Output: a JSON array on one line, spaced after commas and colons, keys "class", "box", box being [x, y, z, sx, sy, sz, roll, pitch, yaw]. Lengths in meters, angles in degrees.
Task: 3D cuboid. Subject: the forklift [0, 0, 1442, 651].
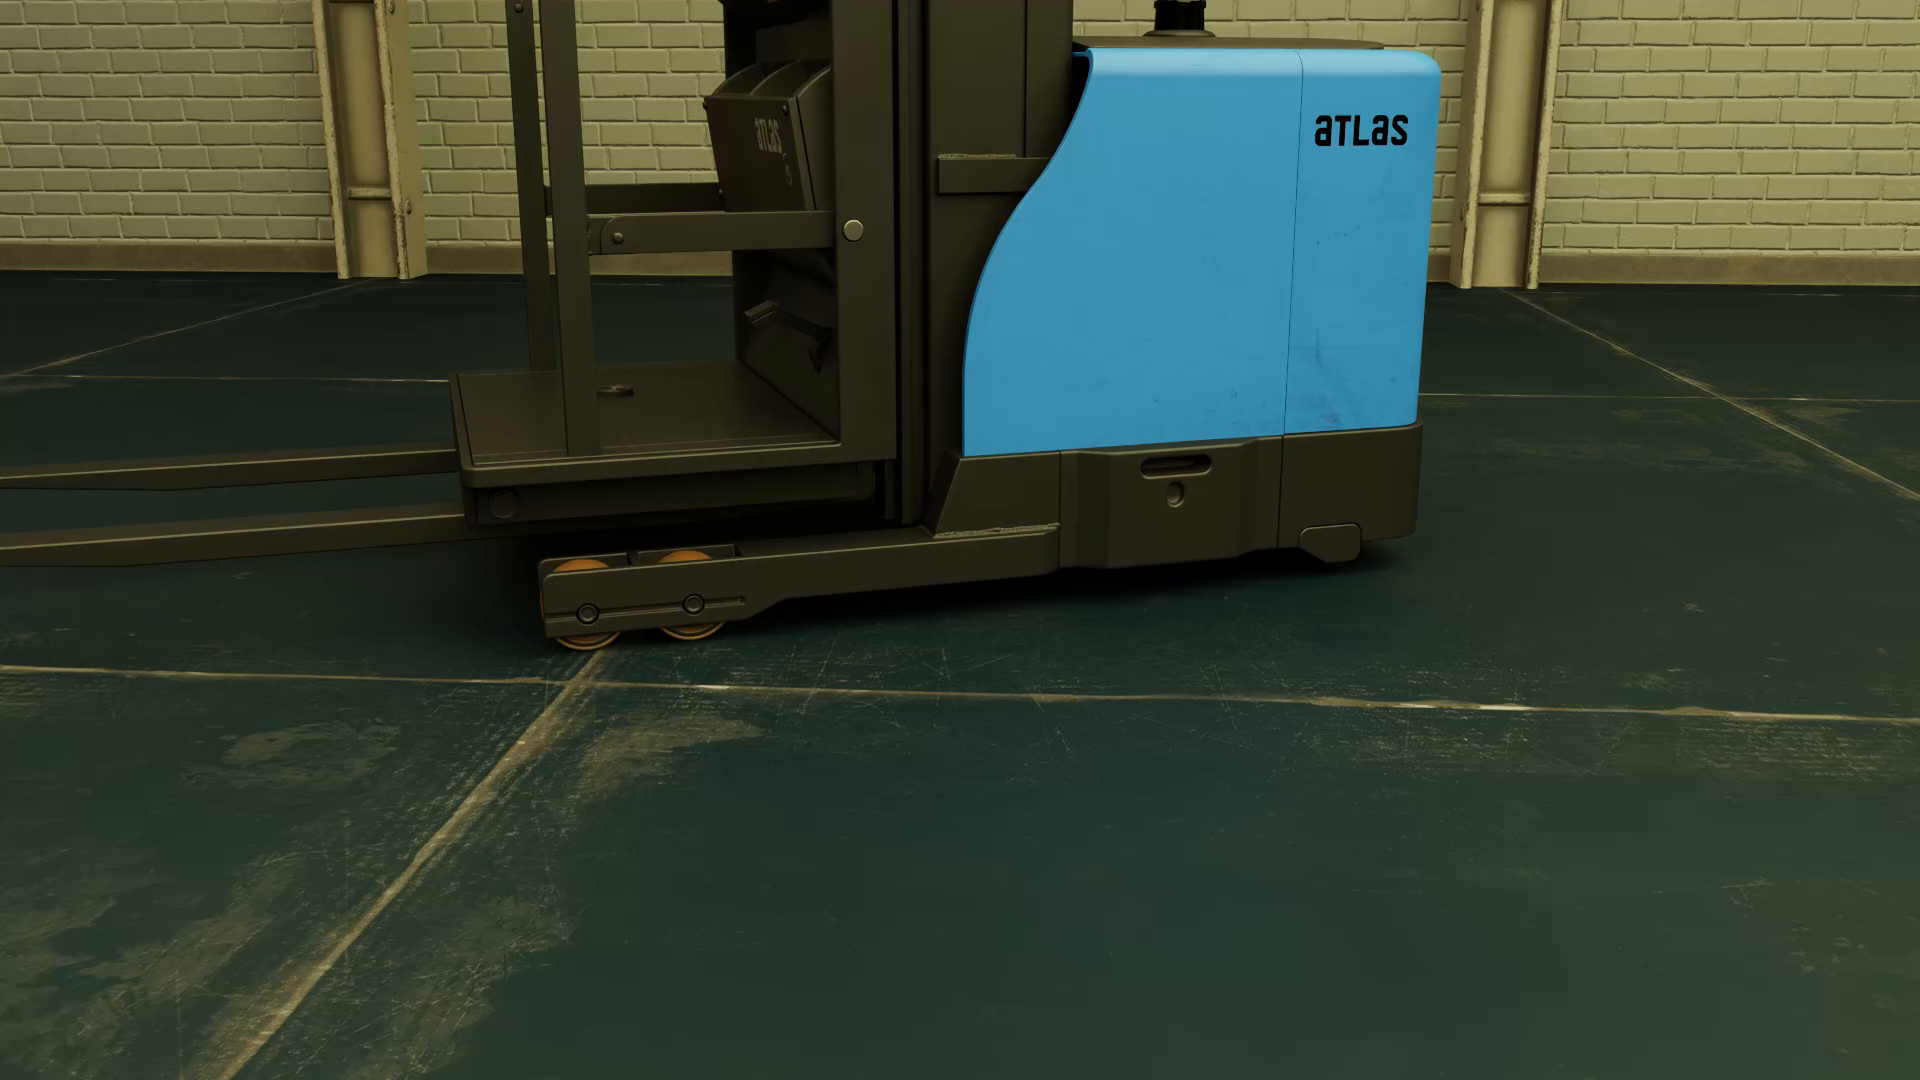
[{"class": "forklift", "box": [-0.580, -1.366, 3.251, 3.031, 2.935, 1.130, -5, 16, -17]}]
